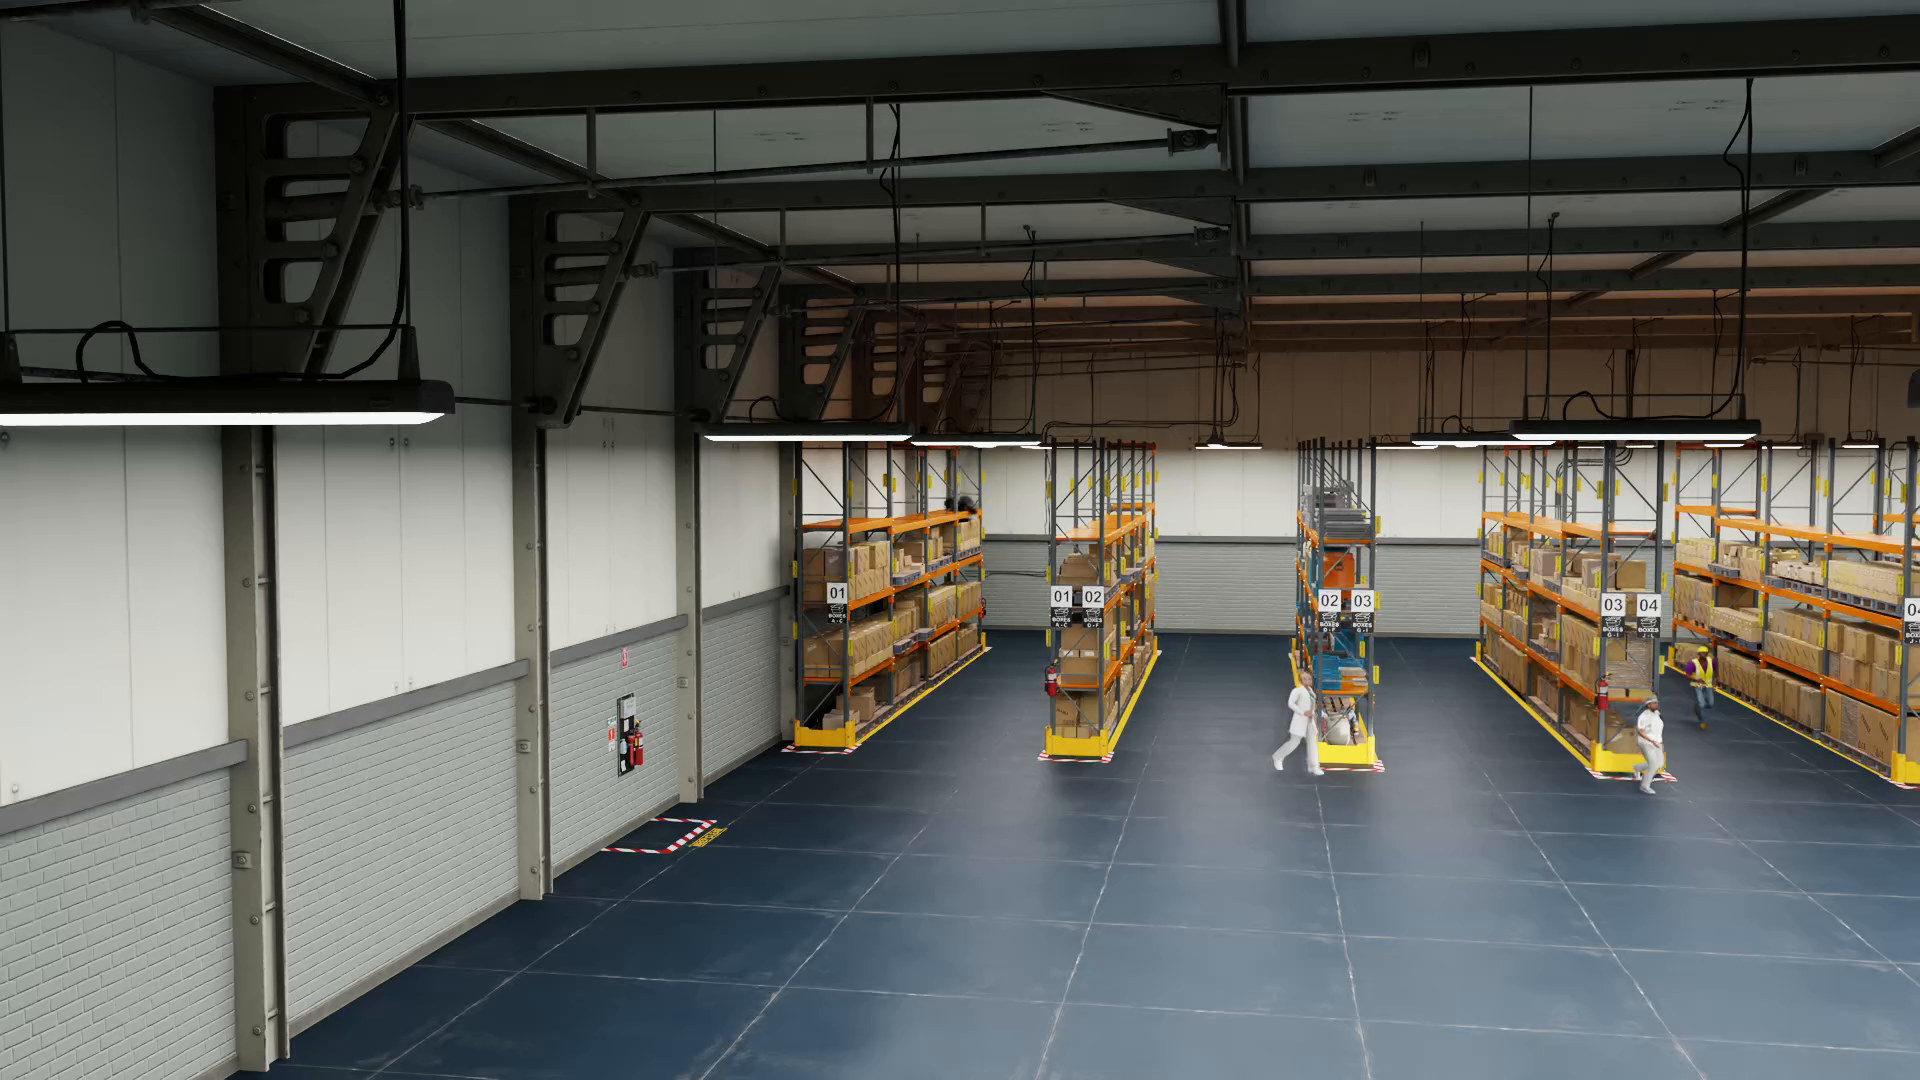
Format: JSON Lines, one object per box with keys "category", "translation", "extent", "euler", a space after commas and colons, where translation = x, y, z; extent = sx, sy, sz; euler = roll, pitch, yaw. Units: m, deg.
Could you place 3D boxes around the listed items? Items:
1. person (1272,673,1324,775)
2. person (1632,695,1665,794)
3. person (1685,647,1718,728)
{"category": "person", "translation": [6.153, 3.253, 29.656], "extent": [0.771, 1.745, 1.061], "euler": [-3, 4, -41]}
{"category": "person", "translation": [11.608, 3.421, 28.013], "extent": [0.593, 1.675, 0.607], "euler": [-2, 4, -31]}
{"category": "person", "translation": [15.423, 3.054, 34.517], "extent": [0.747, 1.711, 0.672], "euler": [0, 3, -1]}
